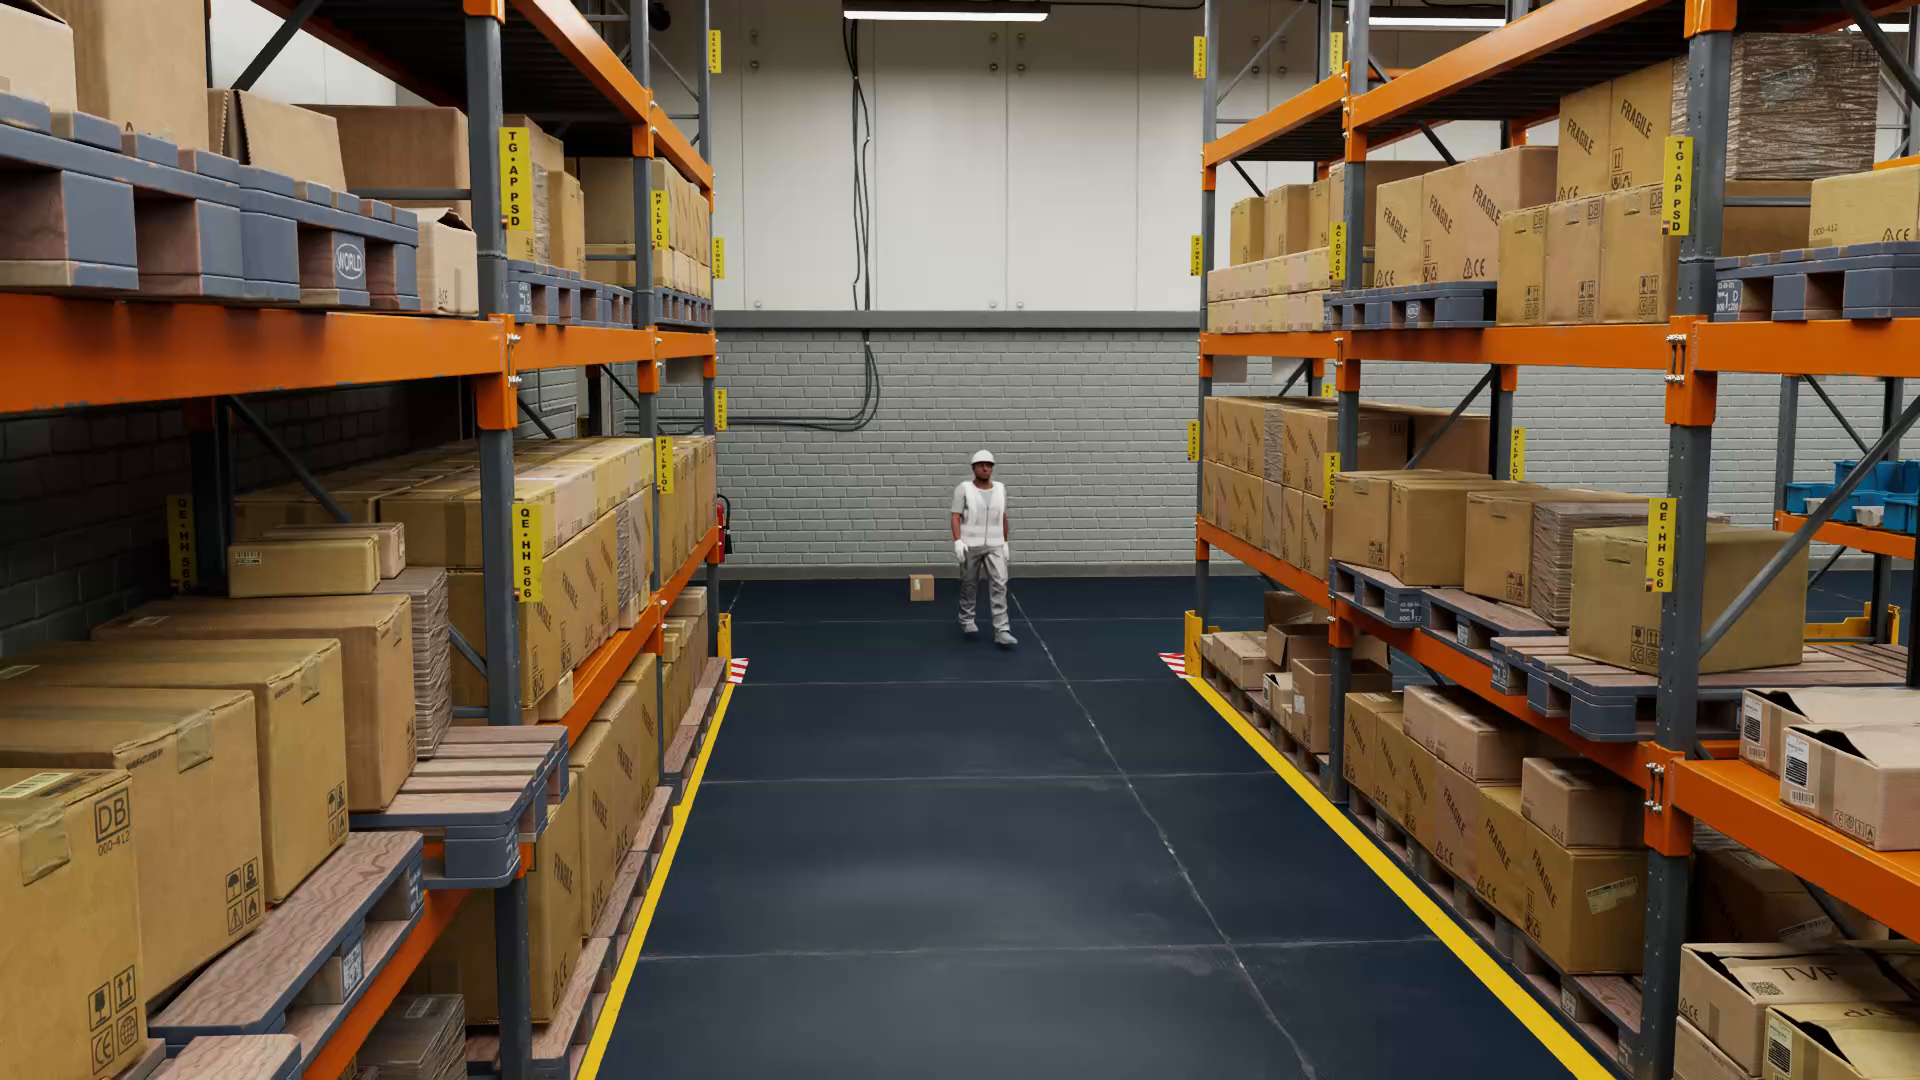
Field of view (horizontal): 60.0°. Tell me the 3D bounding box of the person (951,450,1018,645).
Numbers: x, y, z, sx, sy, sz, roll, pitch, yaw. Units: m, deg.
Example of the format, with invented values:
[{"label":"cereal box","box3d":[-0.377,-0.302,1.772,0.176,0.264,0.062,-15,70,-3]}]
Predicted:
[{"label":"person","box3d":[0.218,0.054,15.120,0.597,1.730,1.012,-2,7,-14]}]
